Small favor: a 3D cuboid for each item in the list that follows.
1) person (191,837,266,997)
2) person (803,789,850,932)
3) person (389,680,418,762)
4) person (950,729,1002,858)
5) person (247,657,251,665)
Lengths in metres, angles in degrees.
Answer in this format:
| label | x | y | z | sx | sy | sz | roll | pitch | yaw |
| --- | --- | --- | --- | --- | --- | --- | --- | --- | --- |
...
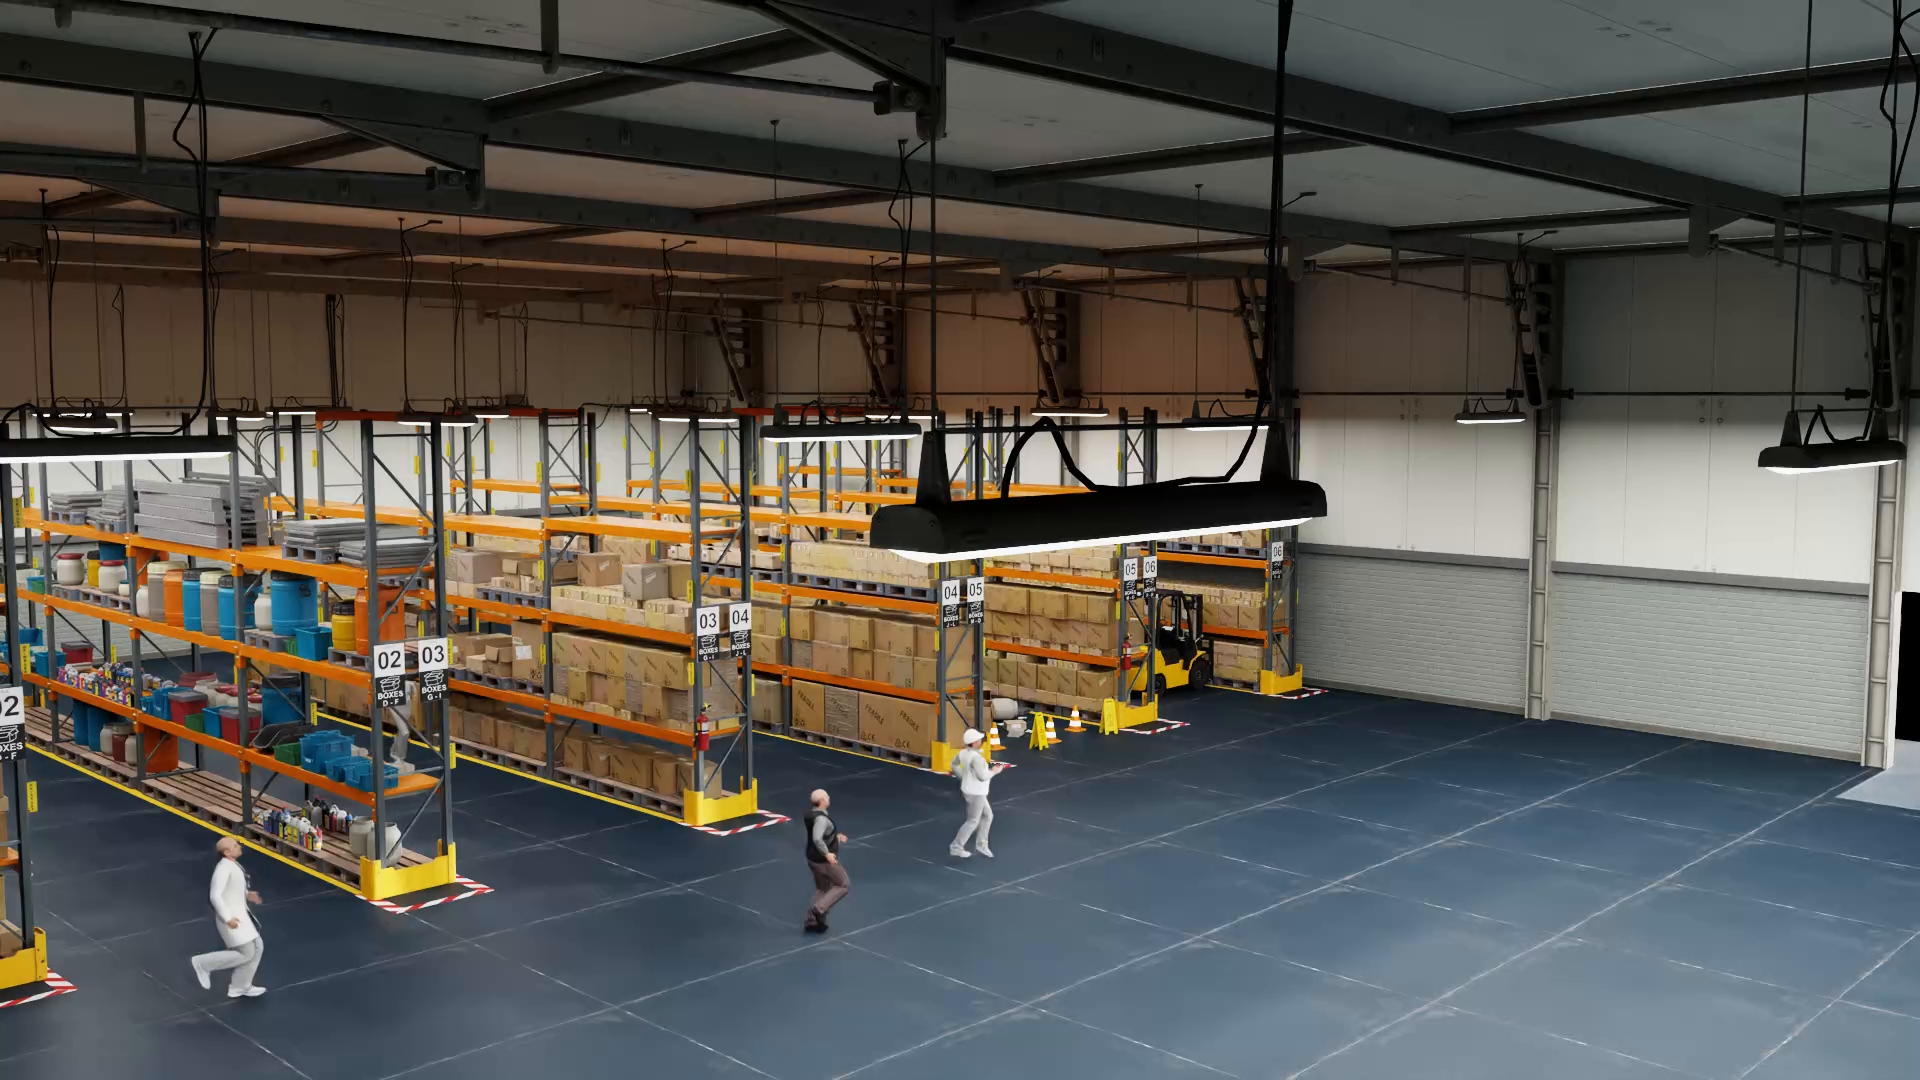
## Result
| label | x | y | z | sx | sy | sz | roll | pitch | yaw |
| --- | --- | --- | --- | --- | --- | --- | --- | --- | --- |
| person | -7.643 | 3.942 | 17.340 | 0.681 | 1.714 | 0.717 | -2 | 5 | -17 |
| person | -1.563 | 3.754 | 19.541 | 0.591 | 1.680 | 0.644 | -3 | 6 | -29 |
| person | -9.513 | 3.003 | 28.363 | 0.737 | 1.725 | 0.536 | 5 | 7 | 44 |
| person | 0.202 | 3.454 | 22.512 | 0.734 | 1.825 | 0.639 | -1 | 5 | -15 |
| person | -15.608 | 2.207 | 36.635 | 0.727 | 1.815 | 0.665 | -4 | 7 | -40 |
